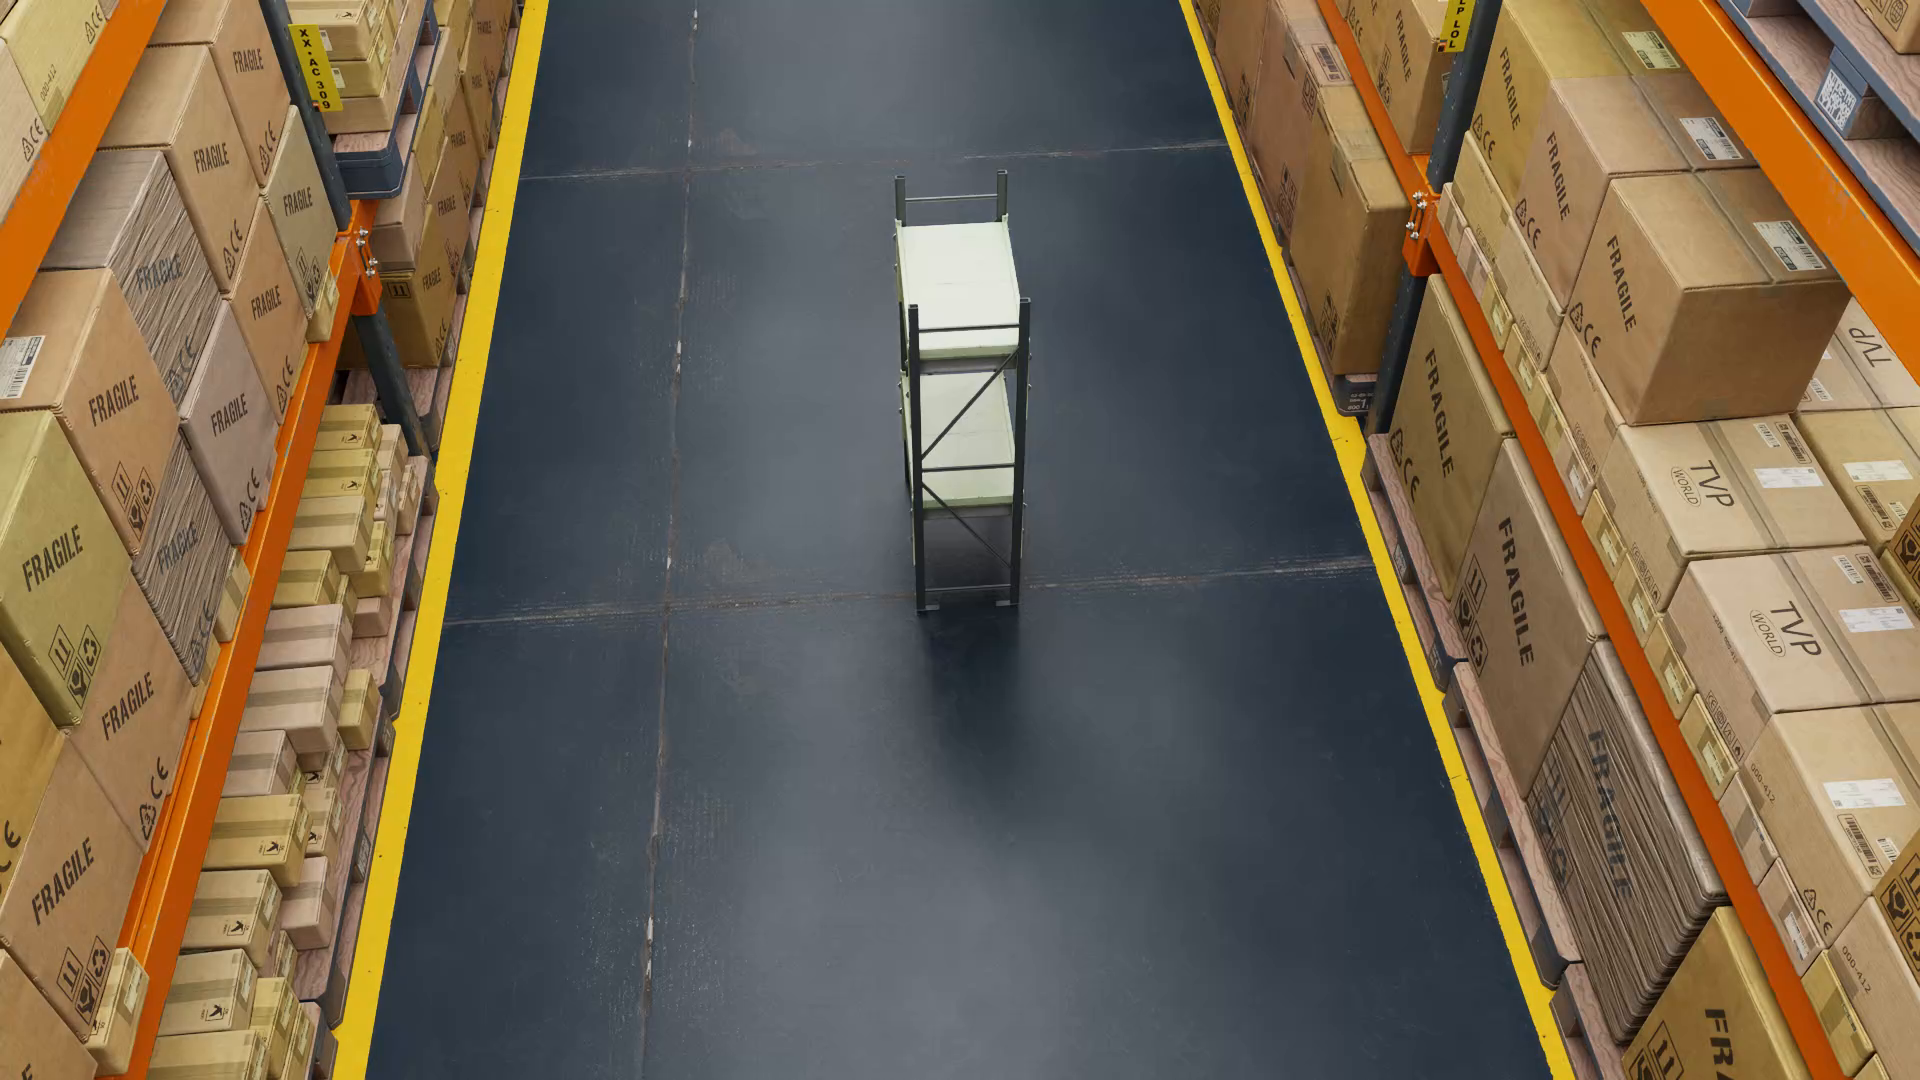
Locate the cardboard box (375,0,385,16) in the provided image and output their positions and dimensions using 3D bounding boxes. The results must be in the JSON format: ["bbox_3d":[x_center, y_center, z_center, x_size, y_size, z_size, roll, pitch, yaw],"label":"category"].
[{"bbox_3d":[-2.311,-2.025,6.076,0.380,0.149,0.250,-2,47,-2],"label":"cardboard box"}]

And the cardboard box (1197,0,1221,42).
[{"bbox_3d":[1.946,-3.284,8.968,1.225,0.875,0.875,-5,47,-5],"label":"cardboard box"}]

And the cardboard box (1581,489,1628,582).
[{"bbox_3d":[2.069,-0.028,4.884,0.380,0.149,0.250,-5,47,-4],"label":"cardboard box"}]

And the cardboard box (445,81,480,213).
[{"bbox_3d":[-2.608,-1.845,7.863,0.500,0.500,0.500,-3,47,-3],"label":"cardboard box"}]

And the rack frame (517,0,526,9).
[{"bbox_3d":[-3.042,-4.142,8.607,1.000,3.000,0.127,-3,47,-3],"label":"rack frame"}]

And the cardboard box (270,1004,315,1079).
[{"bbox_3d":[-2.140,1.528,4.911,0.380,0.149,0.250,-3,47,-3],"label":"cardboard box"}]

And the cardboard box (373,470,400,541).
[{"bbox_3d":[-2.329,-0.111,6.258,0.380,0.149,0.250,-6,47,-5],"label":"cardboard box"}]

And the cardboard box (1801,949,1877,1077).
[{"bbox_3d":[2.197,1.078,3.836,0.380,0.149,0.250,-3,47,-3],"label":"cardboard box"}]

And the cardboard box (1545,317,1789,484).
[{"bbox_3d":[2.108,-0.437,4.996,0.500,0.250,0.500,-2,47,-2],"label":"cardboard box"}]

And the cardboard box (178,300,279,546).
[{"bbox_3d":[-2.302,-0.316,4.710,0.500,0.500,0.500,-4,47,-4],"label":"cardboard box"}]

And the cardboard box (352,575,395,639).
[{"bbox_3d":[-2.310,0.231,6.139,0.380,0.149,0.250,-5,47,-5],"label":"cardboard box"}]

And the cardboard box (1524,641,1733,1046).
[{"bbox_3d":[2.369,0.887,5.018,0.875,0.875,0.875,-3,47,-3],"label":"cardboard box"}]

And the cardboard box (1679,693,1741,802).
[{"bbox_3d":[2.134,0.527,4.357,0.380,0.149,0.250,-4,47,-4],"label":"cardboard box"}]

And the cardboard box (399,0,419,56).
[{"bbox_3d":[-2.328,-2.000,6.462,0.380,0.149,0.250,-3,47,-3],"label":"cardboard box"}]

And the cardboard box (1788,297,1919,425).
[{"bbox_3d":[2.631,-0.480,5.037,0.500,0.250,0.500,-3,47,-2],"label":"cardboard box"}]

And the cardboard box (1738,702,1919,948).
[{"bbox_3d":[2.232,0.665,3.952,0.500,0.250,0.500,-4,47,-4],"label":"cardboard box"}]

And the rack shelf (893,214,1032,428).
[{"bbox_3d":[-0.001,-0.789,5.927,0.431,0.370,0.720,-3,47,-3],"label":"rack shelf"}]

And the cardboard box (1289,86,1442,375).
[{"bbox_3d":[2.170,-1.352,7.139,1.225,0.875,0.875,-3,47,-3],"label":"cardboard box"}]

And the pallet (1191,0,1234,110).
[{"bbox_3d":[1.900,-2.837,9.291,1.003,0.211,1.213,-3,47,-3],"label":"pallet"}]

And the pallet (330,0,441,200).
[{"bbox_3d":[-2.626,-1.744,6.468,1.003,0.211,1.213,-3,47,-3],"label":"pallet"}]

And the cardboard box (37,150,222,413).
[{"bbox_3d":[-2.321,-0.660,4.347,0.500,0.500,0.500,-2,47,-2],"label":"cardboard box"}]

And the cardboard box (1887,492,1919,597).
[{"bbox_3d":[2.716,0.009,4.057,0.500,0.500,0.500,-5,47,-4],"label":"cardboard box"}]

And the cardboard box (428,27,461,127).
[{"bbox_3d":[-2.591,-2.096,7.585,0.500,0.250,0.500,-2,47,-2],"label":"cardboard box"}]

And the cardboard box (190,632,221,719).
[{"bbox_3d":[-2.254,0.352,4.523,0.380,0.149,0.250,-2,47,-2],"label":"cardboard box"}]

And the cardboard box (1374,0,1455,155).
[{"bbox_3d":[1.933,-1.833,6.351,0.500,0.500,0.500,-3,47,-3],"label":"cardboard box"}]

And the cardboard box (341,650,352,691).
[{"bbox_3d":[-2.325,0.453,5.725,0.380,0.149,0.250,-2,47,-2],"label":"cardboard box"}]

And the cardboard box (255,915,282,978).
[{"bbox_3d":[-2.266,1.233,4.986,0.380,0.149,0.250,-6,47,-5],"label":"cardboard box"}]

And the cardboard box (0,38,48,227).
[{"bbox_3d":[-2.283,-0.801,3.480,0.500,0.250,0.500,-4,47,-3],"label":"cardboard box"}]

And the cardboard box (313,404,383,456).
[{"bbox_3d":[-2.418,-0.375,6.304,0.380,0.149,0.250,-2,47,-2],"label":"cardboard box"}]

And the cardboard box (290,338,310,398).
[{"bbox_3d":[-2.357,-0.593,5.418,0.380,0.149,0.250,-2,47,-2],"label":"cardboard box"}]

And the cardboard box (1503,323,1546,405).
[{"bbox_3d":[2.006,-0.585,5.411,0.380,0.149,0.250,-5,47,-4],"label":"cardboard box"}]

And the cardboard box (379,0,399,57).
[{"bbox_3d":[-2.305,-1.909,6.171,0.380,0.149,0.250,-4,47,-4],"label":"cardboard box"}]

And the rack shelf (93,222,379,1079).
[{"bbox_3d":[-2.540,0.446,4.757,1.077,0.370,4.000,-3,47,-3],"label":"rack shelf"}]

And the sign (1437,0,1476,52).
[{"bbox_3d":[1.704,-1.807,5.653,0.100,0.325,0.005,-3,47,-3],"label":"sign"}]

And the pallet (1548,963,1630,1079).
[{"bbox_3d":[2.434,1.803,4.897,1.003,0.211,1.213,-3,47,-3],"label":"pallet"}]

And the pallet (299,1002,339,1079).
[{"bbox_3d":[-2.411,1.960,4.748,1.003,0.211,1.213,-3,47,-3],"label":"pallet"}]

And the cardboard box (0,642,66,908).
[{"bbox_3d":[-2.194,0.460,3.286,0.500,0.500,0.500,-2,47,-2],"label":"cardboard box"}]

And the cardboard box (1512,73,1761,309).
[{"bbox_3d":[2.063,-1.066,5.076,0.500,0.500,0.500,-3,47,-3],"label":"cardboard box"}]

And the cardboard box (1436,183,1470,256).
[{"bbox_3d":[1.937,-1.156,5.952,0.380,0.149,0.250,-3,47,-3],"label":"cardboard box"}]

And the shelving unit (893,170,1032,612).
[{"bbox_3d":[-0.001,-0.521,6.210,0.431,1.500,0.755,-3,47,-3],"label":"shelving unit"}]

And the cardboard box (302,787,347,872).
[{"bbox_3d":[-2.240,0.965,5.444,0.380,0.149,0.250,-3,47,-3],"label":"cardboard box"}]

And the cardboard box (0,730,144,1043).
[{"bbox_3d":[-2.205,0.782,3.670,0.500,0.500,0.500,-3,47,-3],"label":"cardboard box"}]

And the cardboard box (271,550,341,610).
[{"bbox_3d":[-2.385,0.179,5.779,0.380,0.149,0.250,-2,47,-2],"label":"cardboard box"}]

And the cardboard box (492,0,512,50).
[{"bbox_3d":[-2.726,-2.967,8.926,0.500,0.500,0.500,-4,47,-3],"label":"cardboard box"}]

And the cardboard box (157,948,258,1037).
[{"bbox_3d":[-2.217,1.321,4.698,0.380,0.149,0.250,-6,47,-5],"label":"cardboard box"}]

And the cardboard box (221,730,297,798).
[{"bbox_3d":[-2.324,0.751,5.238,0.380,0.149,0.250,-3,47,-3],"label":"cardboard box"}]

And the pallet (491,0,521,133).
[{"bbox_3d":[-2.978,-2.618,9.084,1.003,0.211,1.213,-3,47,-3],"label":"pallet"}]
